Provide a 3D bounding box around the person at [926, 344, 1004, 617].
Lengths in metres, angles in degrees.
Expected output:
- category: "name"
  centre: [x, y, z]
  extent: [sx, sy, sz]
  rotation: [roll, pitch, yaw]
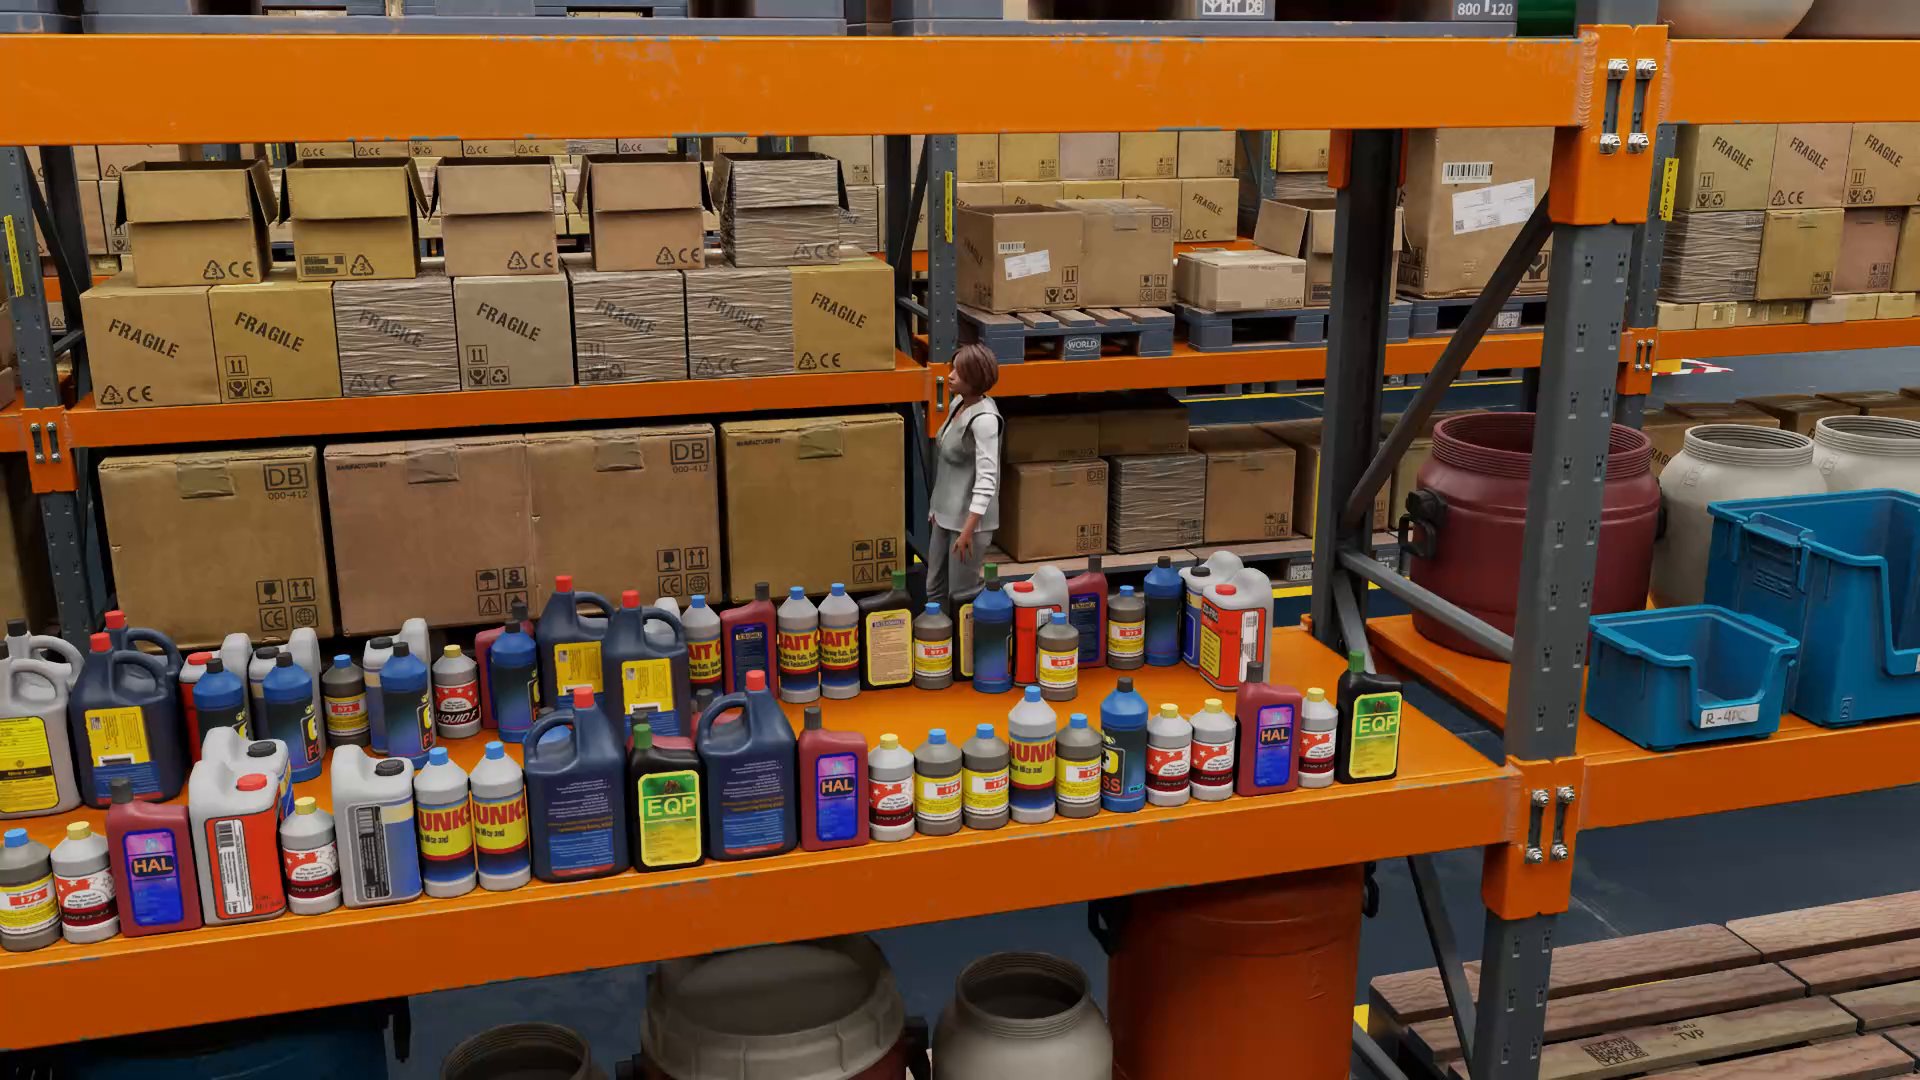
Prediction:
- category: "person"
  centre: [-0.065, -0.062, 7.231]
  extent: [0.474, 1.597, 0.521]
  rotation: [-5, 17, -15]
